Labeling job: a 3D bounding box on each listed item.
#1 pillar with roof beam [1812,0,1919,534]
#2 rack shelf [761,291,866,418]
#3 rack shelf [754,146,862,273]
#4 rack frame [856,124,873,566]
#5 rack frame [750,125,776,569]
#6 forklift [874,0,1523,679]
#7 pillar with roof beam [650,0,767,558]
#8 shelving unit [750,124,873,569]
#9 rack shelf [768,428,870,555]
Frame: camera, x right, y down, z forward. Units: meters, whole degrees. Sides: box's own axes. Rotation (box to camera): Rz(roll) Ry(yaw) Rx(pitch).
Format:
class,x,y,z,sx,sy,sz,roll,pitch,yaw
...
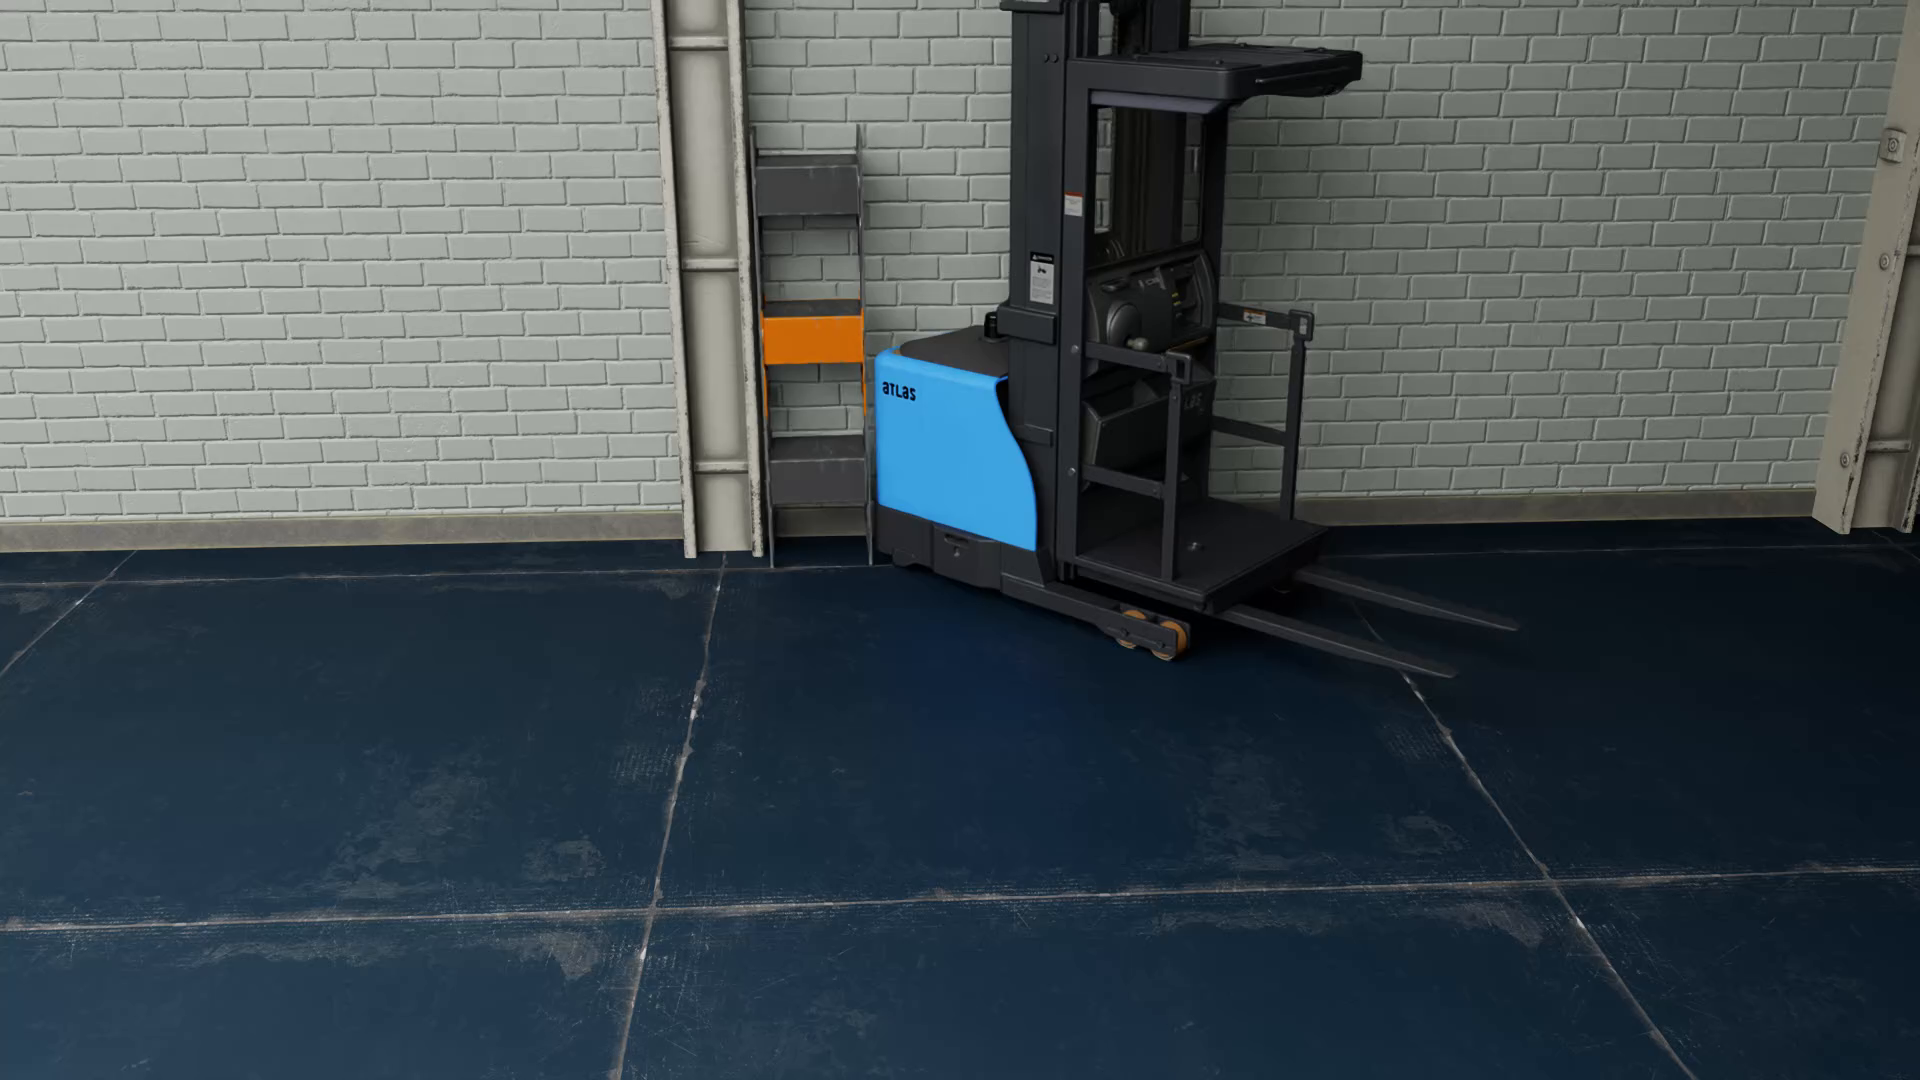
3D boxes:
class,x,y,z,sx,sy,sz,roll,pitch,yaw
pillar with roof beam,5.039,-2.766,3.240,0.400,9.000,9.100,-1,21,-3
rack shelf,-0.708,-0.906,8.076,0.480,0.518,0.431,-2,20,-4
rack shelf,-0.712,-1.562,7.834,0.480,0.518,0.431,-2,20,-4
rack frame,-0.465,-0.926,8.089,0.015,2.100,0.400,-2,20,-4
rack frame,-0.951,-0.910,8.053,0.015,2.100,0.400,-2,20,-4
forklift,1.018,-1.058,7.281,3.031,2.935,1.130,17,27,38
pillar with roof beam,-0.951,-2.644,2.919,0.400,9.000,9.100,-1,21,-3
shelving unit,-0.708,-0.918,8.071,0.503,2.100,0.431,-2,20,-4
rack shelf,-0.704,-0.249,8.318,0.480,0.518,0.431,-2,20,-4
